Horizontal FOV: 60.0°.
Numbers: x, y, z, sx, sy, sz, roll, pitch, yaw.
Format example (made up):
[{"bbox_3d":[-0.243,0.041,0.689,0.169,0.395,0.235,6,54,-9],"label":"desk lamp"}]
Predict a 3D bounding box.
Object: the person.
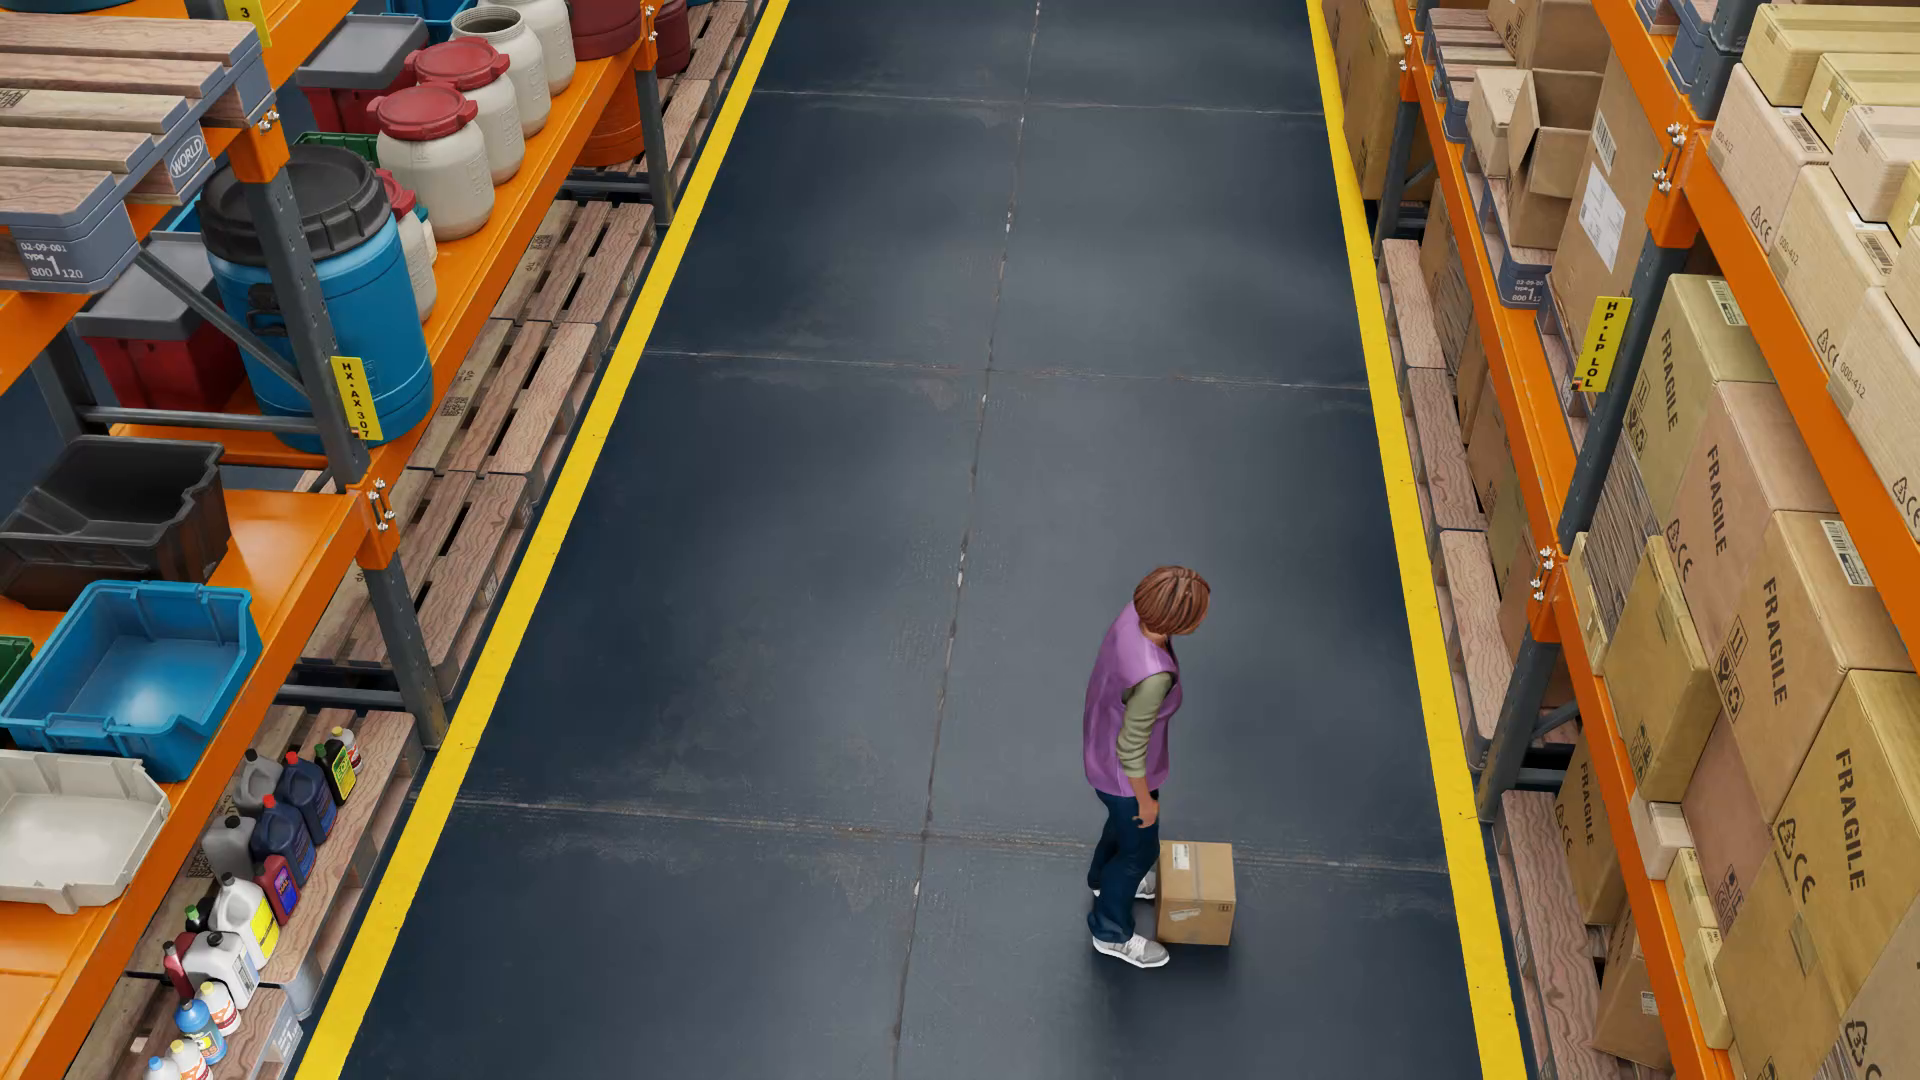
[{"bbox_3d":[0.564,0.709,5.341,0.347,1.590,0.472,1,41,2],"label":"person"}]
